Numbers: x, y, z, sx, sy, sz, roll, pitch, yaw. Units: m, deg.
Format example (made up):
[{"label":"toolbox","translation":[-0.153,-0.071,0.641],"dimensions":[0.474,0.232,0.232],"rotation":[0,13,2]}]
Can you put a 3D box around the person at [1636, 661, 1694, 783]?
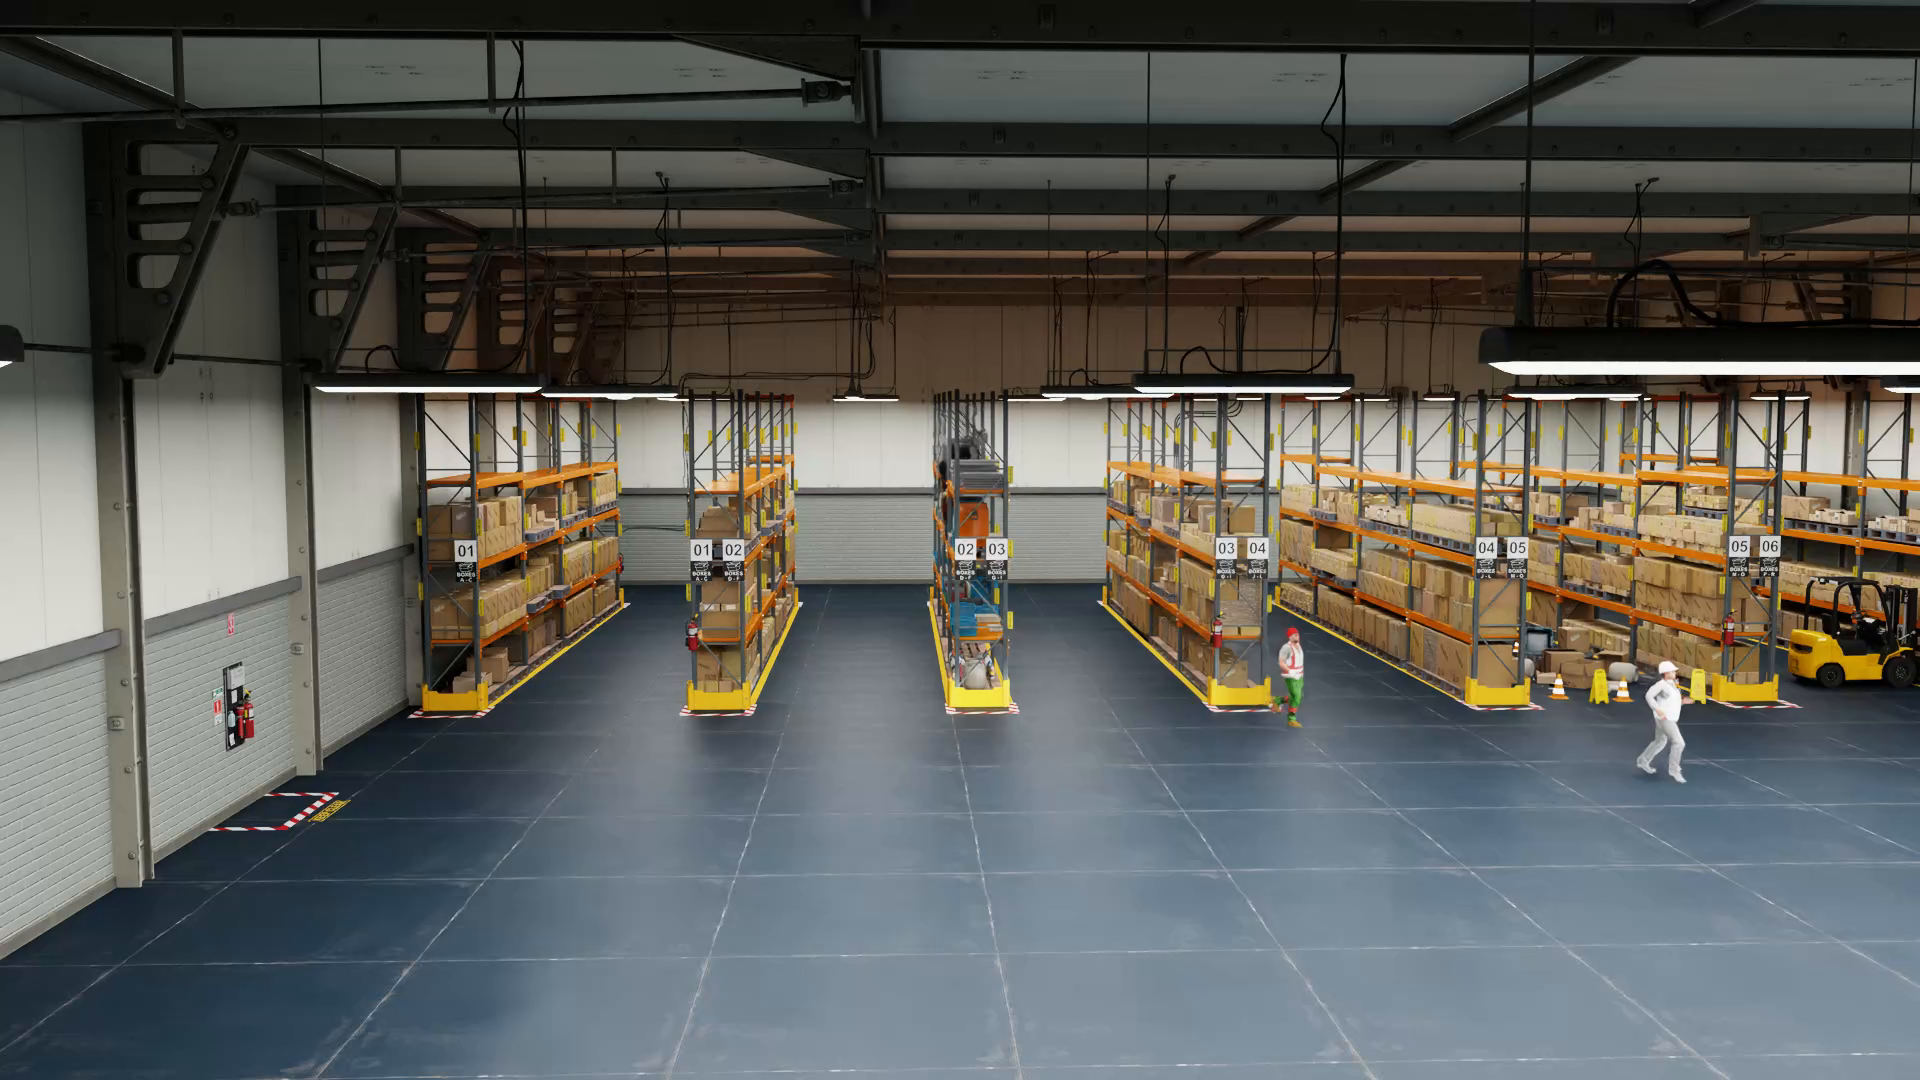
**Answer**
[{"label":"person","translation":[10.781,2.770,25.432],"dimensions":[0.794,1.837,0.641],"rotation":[3,5,30]}]

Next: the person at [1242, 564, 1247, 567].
[{"label":"person","translation":[7.896,1.091,46.113],"dimensions":[0.692,1.724,0.594],"rotation":[0,5,-1]}]

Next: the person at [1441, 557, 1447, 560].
[{"label":"person","translation":[14.490,0.909,49.328],"dimensions":[0.675,1.624,0.649],"rotation":[2,5,19]}]

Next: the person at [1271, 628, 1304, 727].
[{"label":"person","translation":[5.881,2.431,29.729],"dimensions":[0.690,1.765,0.674],"rotation":[4,6,43]}]
